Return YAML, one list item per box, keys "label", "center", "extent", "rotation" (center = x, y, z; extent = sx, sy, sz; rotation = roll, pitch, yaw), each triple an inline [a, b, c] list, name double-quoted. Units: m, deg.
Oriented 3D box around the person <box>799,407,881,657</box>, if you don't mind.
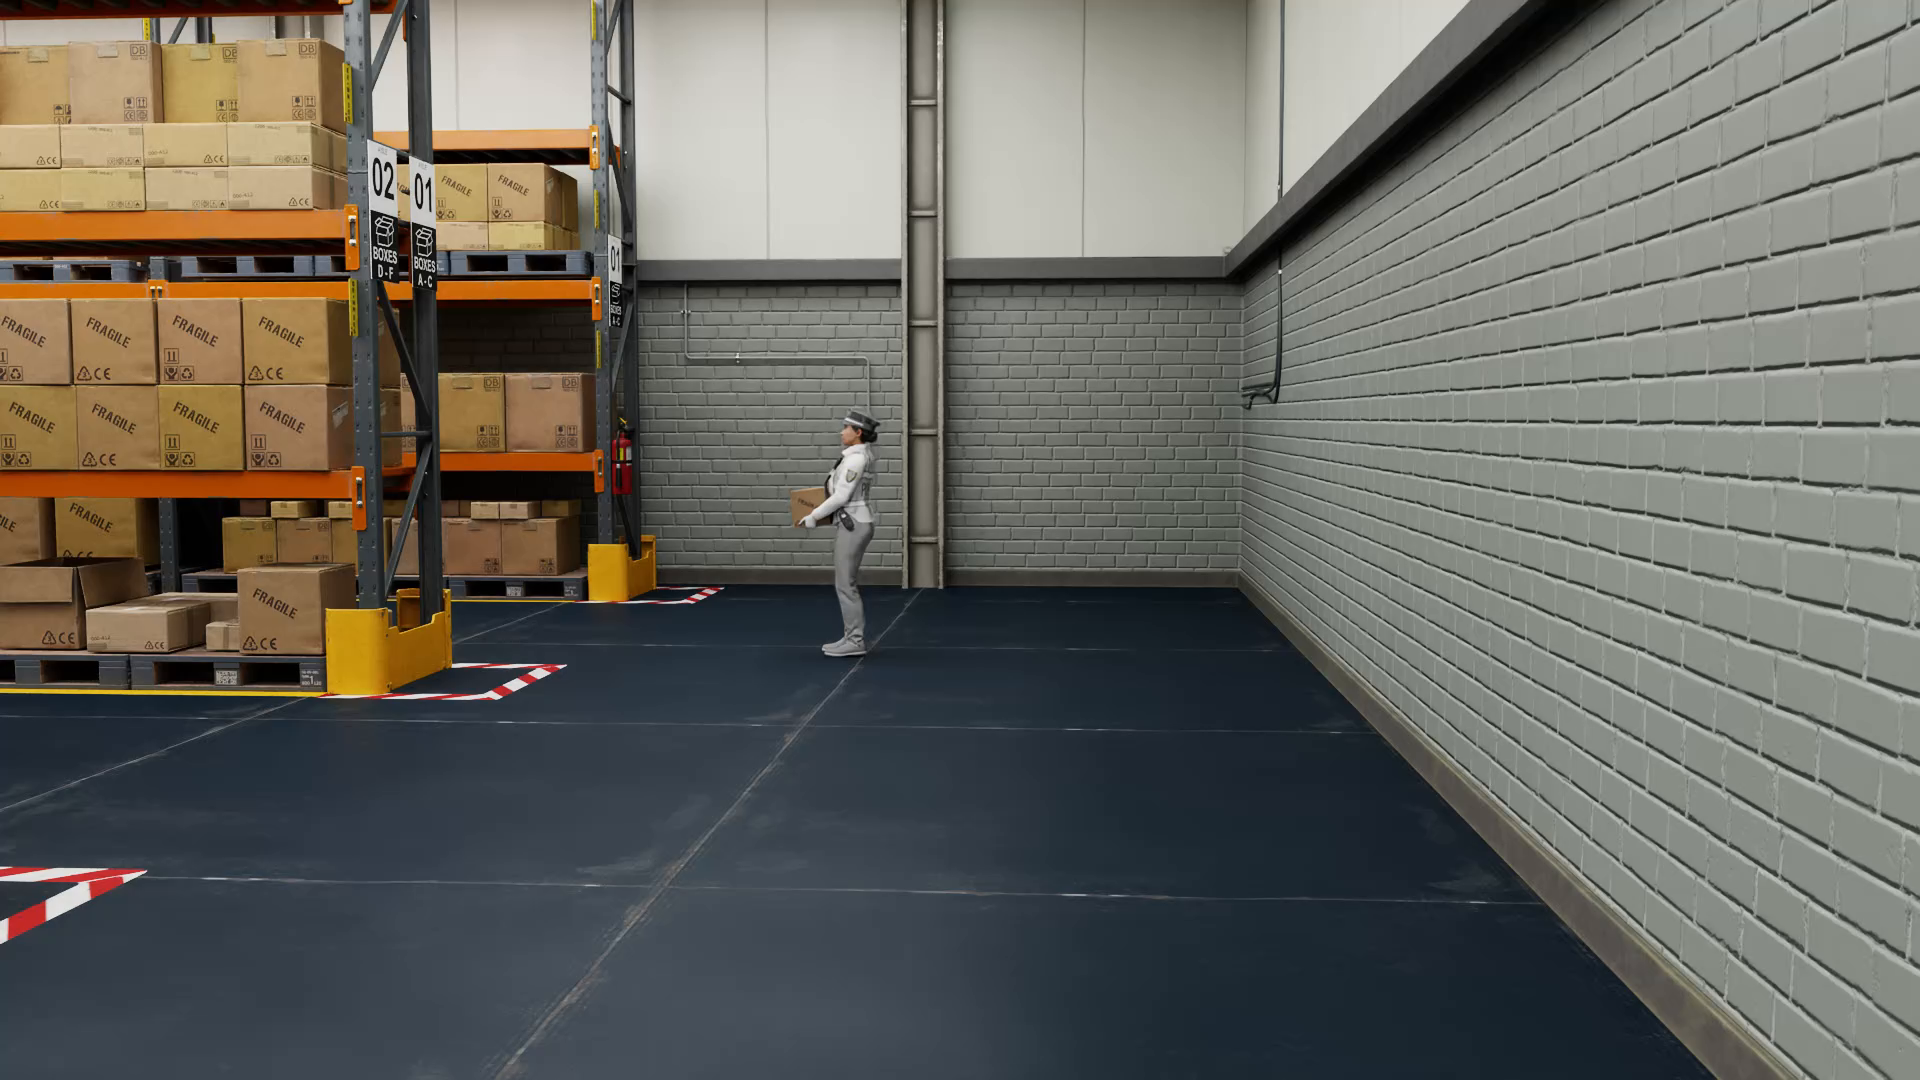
- label: "person"
  center: [-0.803, -0.060, 11.298]
  extent: [0.543, 1.688, 0.459]
  rotation: [0, 4, 5]
